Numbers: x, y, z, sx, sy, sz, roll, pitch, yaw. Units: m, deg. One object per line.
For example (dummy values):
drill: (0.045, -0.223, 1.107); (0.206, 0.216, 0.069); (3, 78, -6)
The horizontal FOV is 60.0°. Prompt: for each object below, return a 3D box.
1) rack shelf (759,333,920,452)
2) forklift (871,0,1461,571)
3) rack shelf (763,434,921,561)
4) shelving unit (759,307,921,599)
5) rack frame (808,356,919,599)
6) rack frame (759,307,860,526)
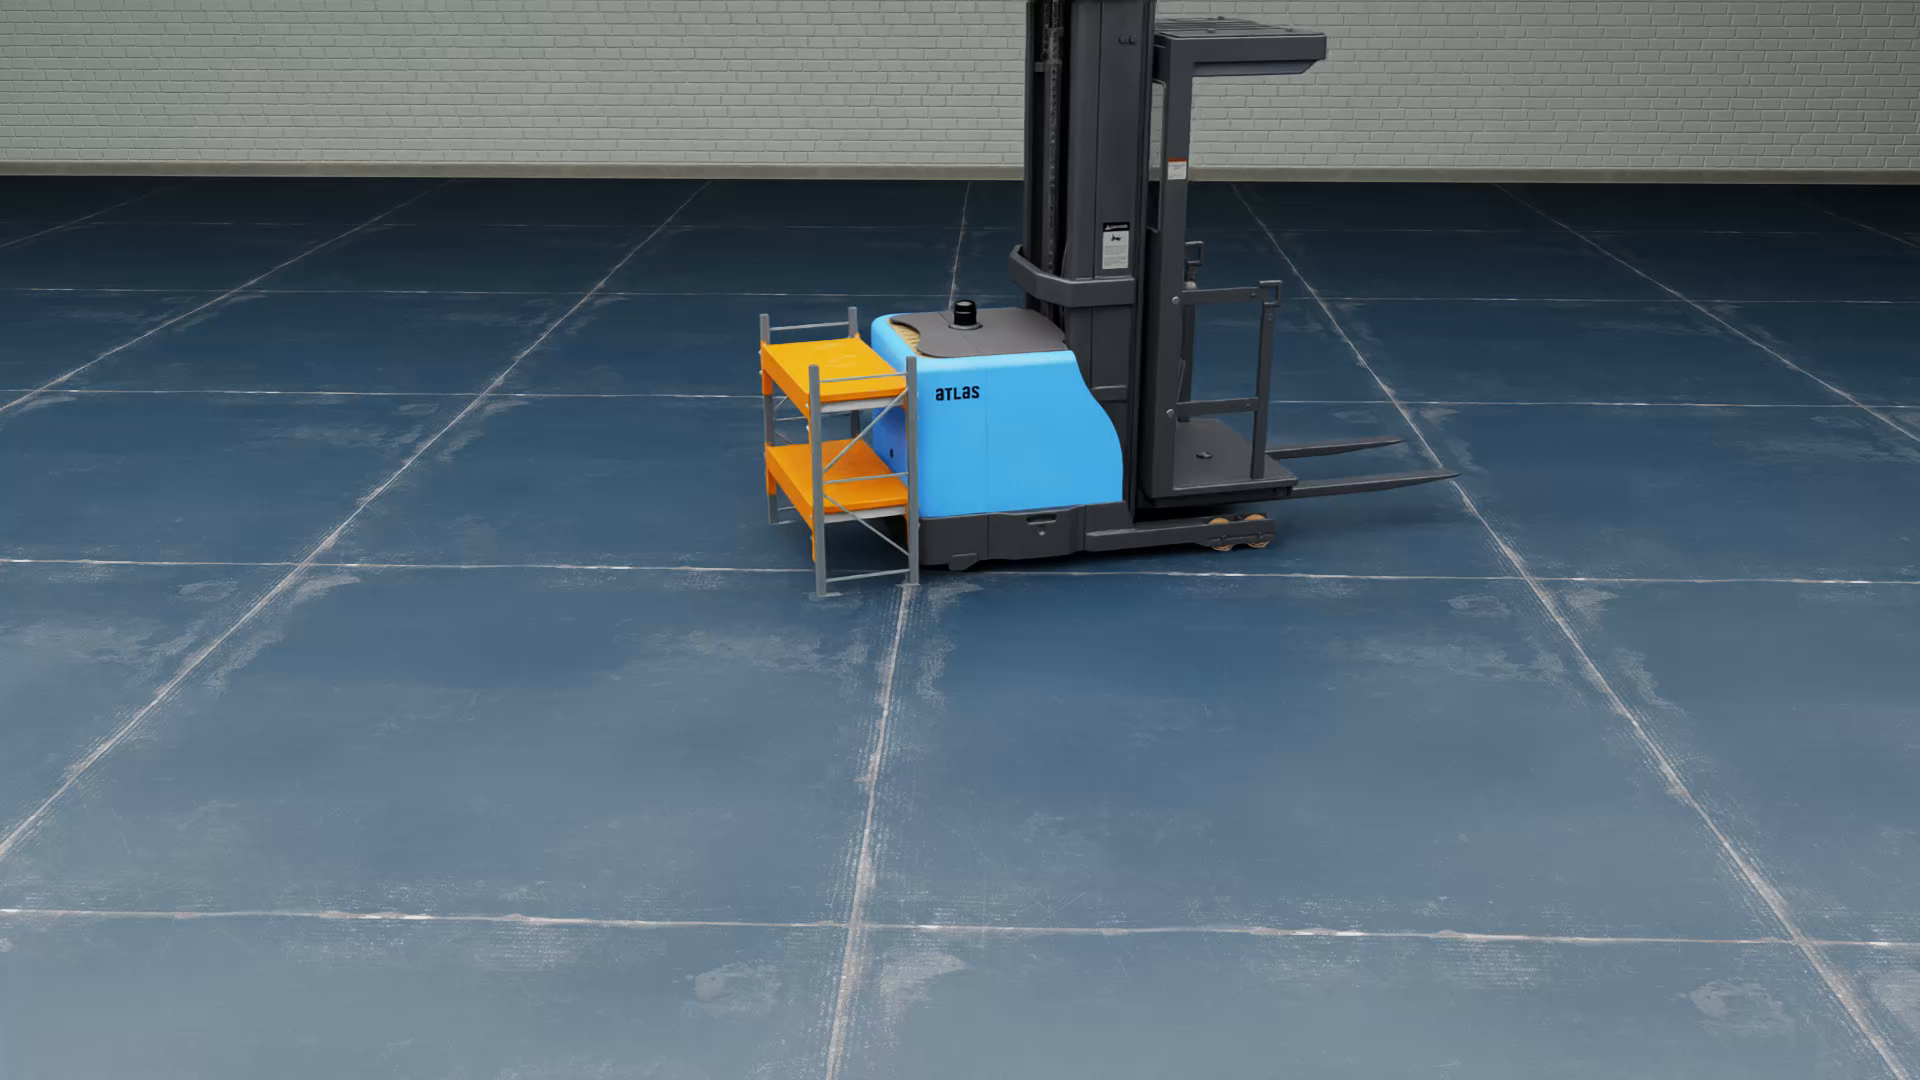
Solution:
rack shelf: (-0.601, -0.730, 8.047); (0.538, 0.278, 1.000); (-7, 22, -17)
forklift: (1.107, -1.488, 8.311); (3.031, 2.935, 1.130); (-5, 22, -13)
rack shelf: (-0.601, -0.229, 8.241); (0.538, 0.278, 1.000); (-7, 22, -17)
shelving unit: (-0.601, -0.457, 8.153); (0.538, 1.125, 1.048); (-7, 22, -17)
rack frame: (-0.437, -0.283, 7.704); (0.500, 1.125, 0.032); (-7, 22, -17)
rack frame: (-0.764, -0.632, 8.601); (0.500, 1.125, 0.032); (-7, 22, -17)
